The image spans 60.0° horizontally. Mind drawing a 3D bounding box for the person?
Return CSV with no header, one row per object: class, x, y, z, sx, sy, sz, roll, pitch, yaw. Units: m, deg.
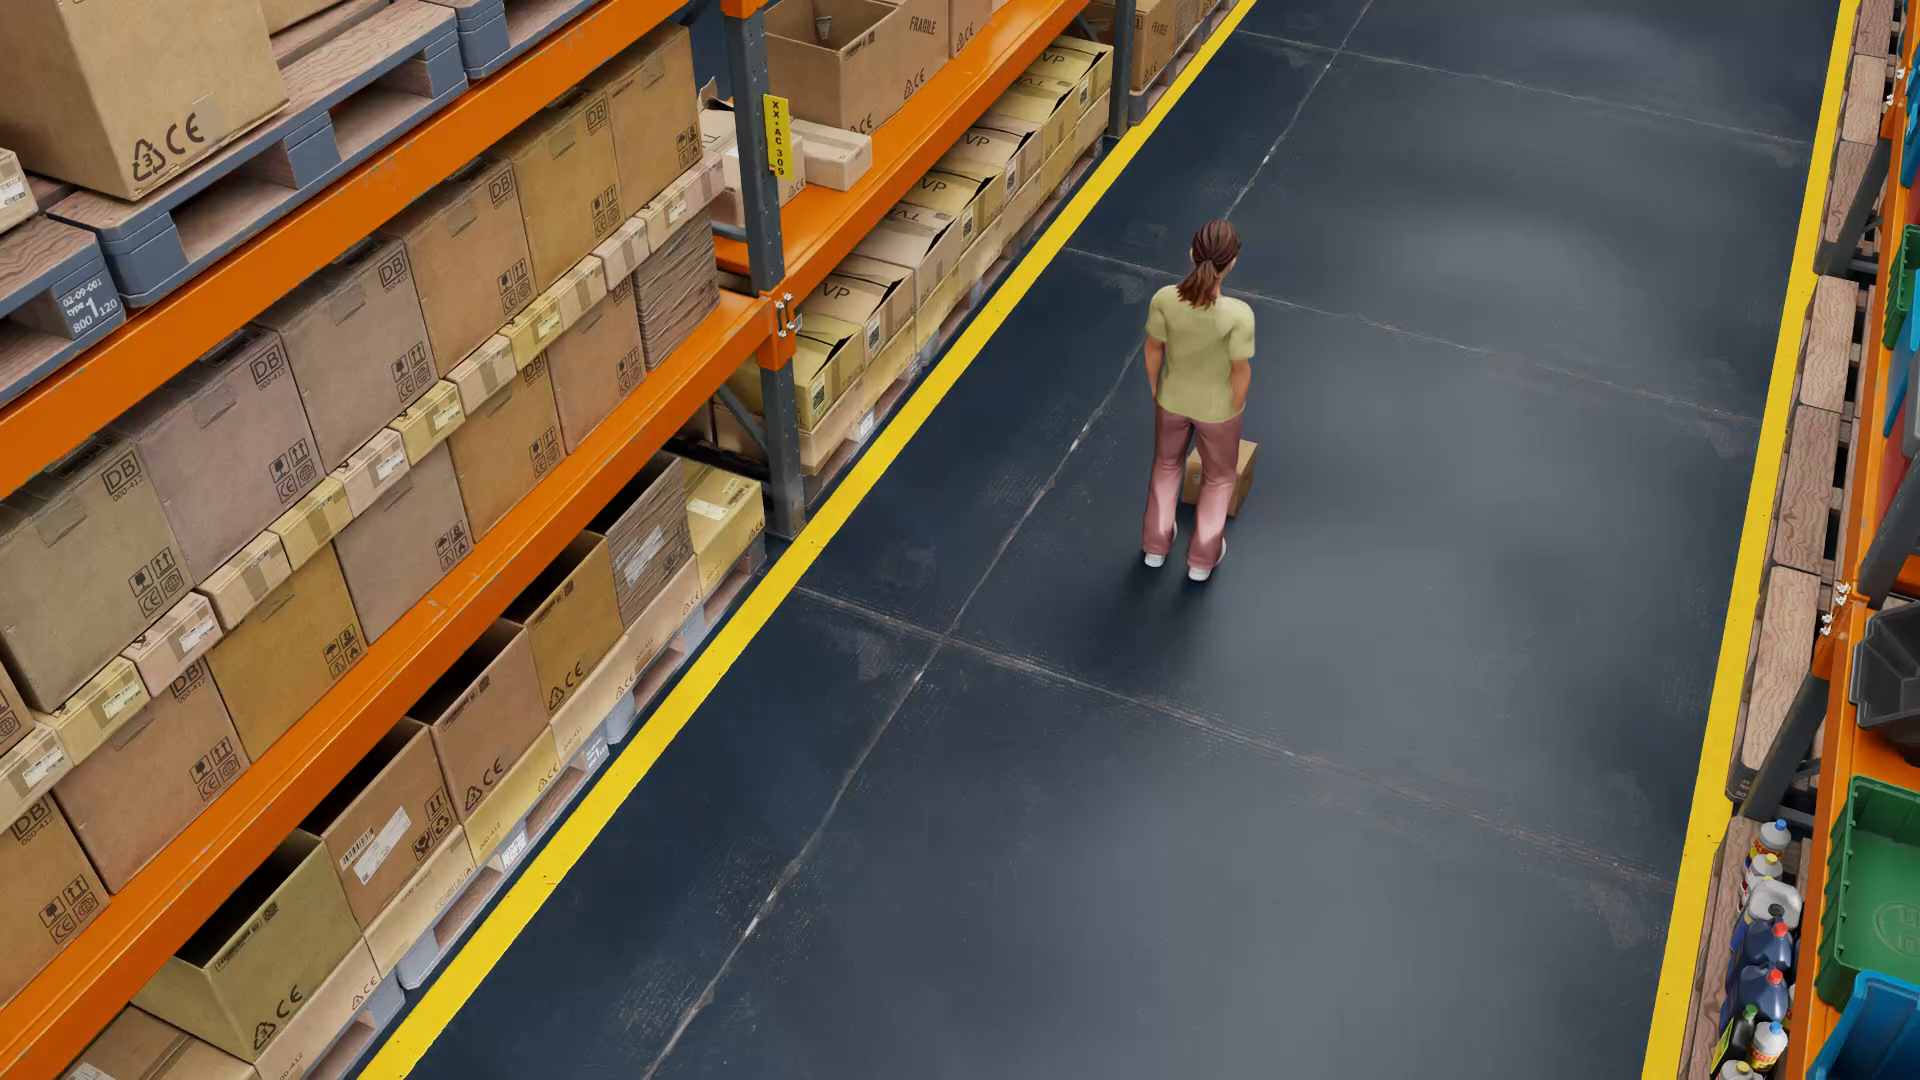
person,0.953,-0.546,6.778,0.450,1.672,0.359,18,45,19
